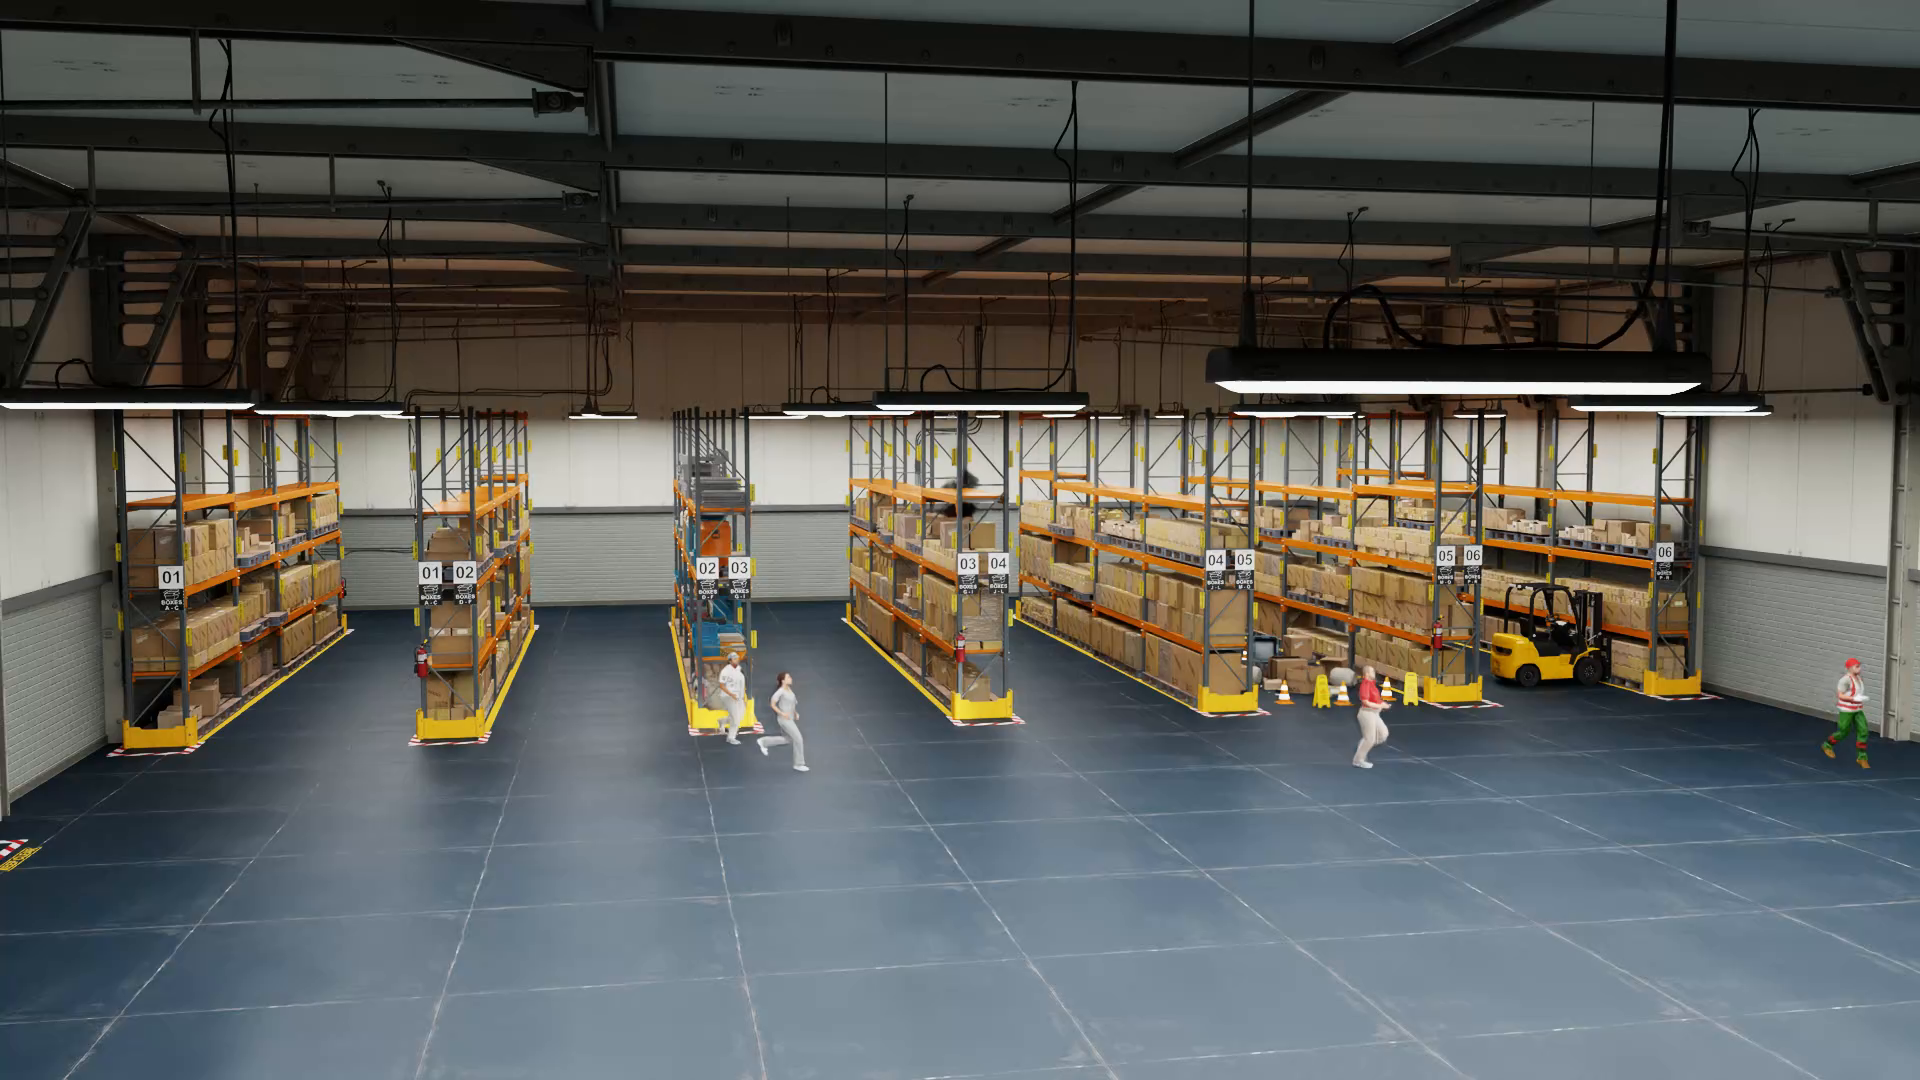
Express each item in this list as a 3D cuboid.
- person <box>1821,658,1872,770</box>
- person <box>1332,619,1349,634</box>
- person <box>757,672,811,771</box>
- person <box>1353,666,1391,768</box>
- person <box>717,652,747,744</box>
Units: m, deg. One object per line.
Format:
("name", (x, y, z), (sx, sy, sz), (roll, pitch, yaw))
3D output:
("person", (14.784, 2.876, 27.689), (0.690, 1.848, 0.913), (-2, 5, -28))
("person", (9.840, 1.892, 42.895), (0.539, 1.596, 0.951), (-1, 4, -7))
("person", (-2.909, 2.979, 27.391), (0.933, 1.644, 0.557), (1, 4, 9))
("person", (6.822, 2.918, 27.507), (0.607, 1.688, 0.651), (2, 4, 23))
("person", (-4.115, 2.810, 29.704), (0.615, 1.629, 0.615), (2, 5, 29))
